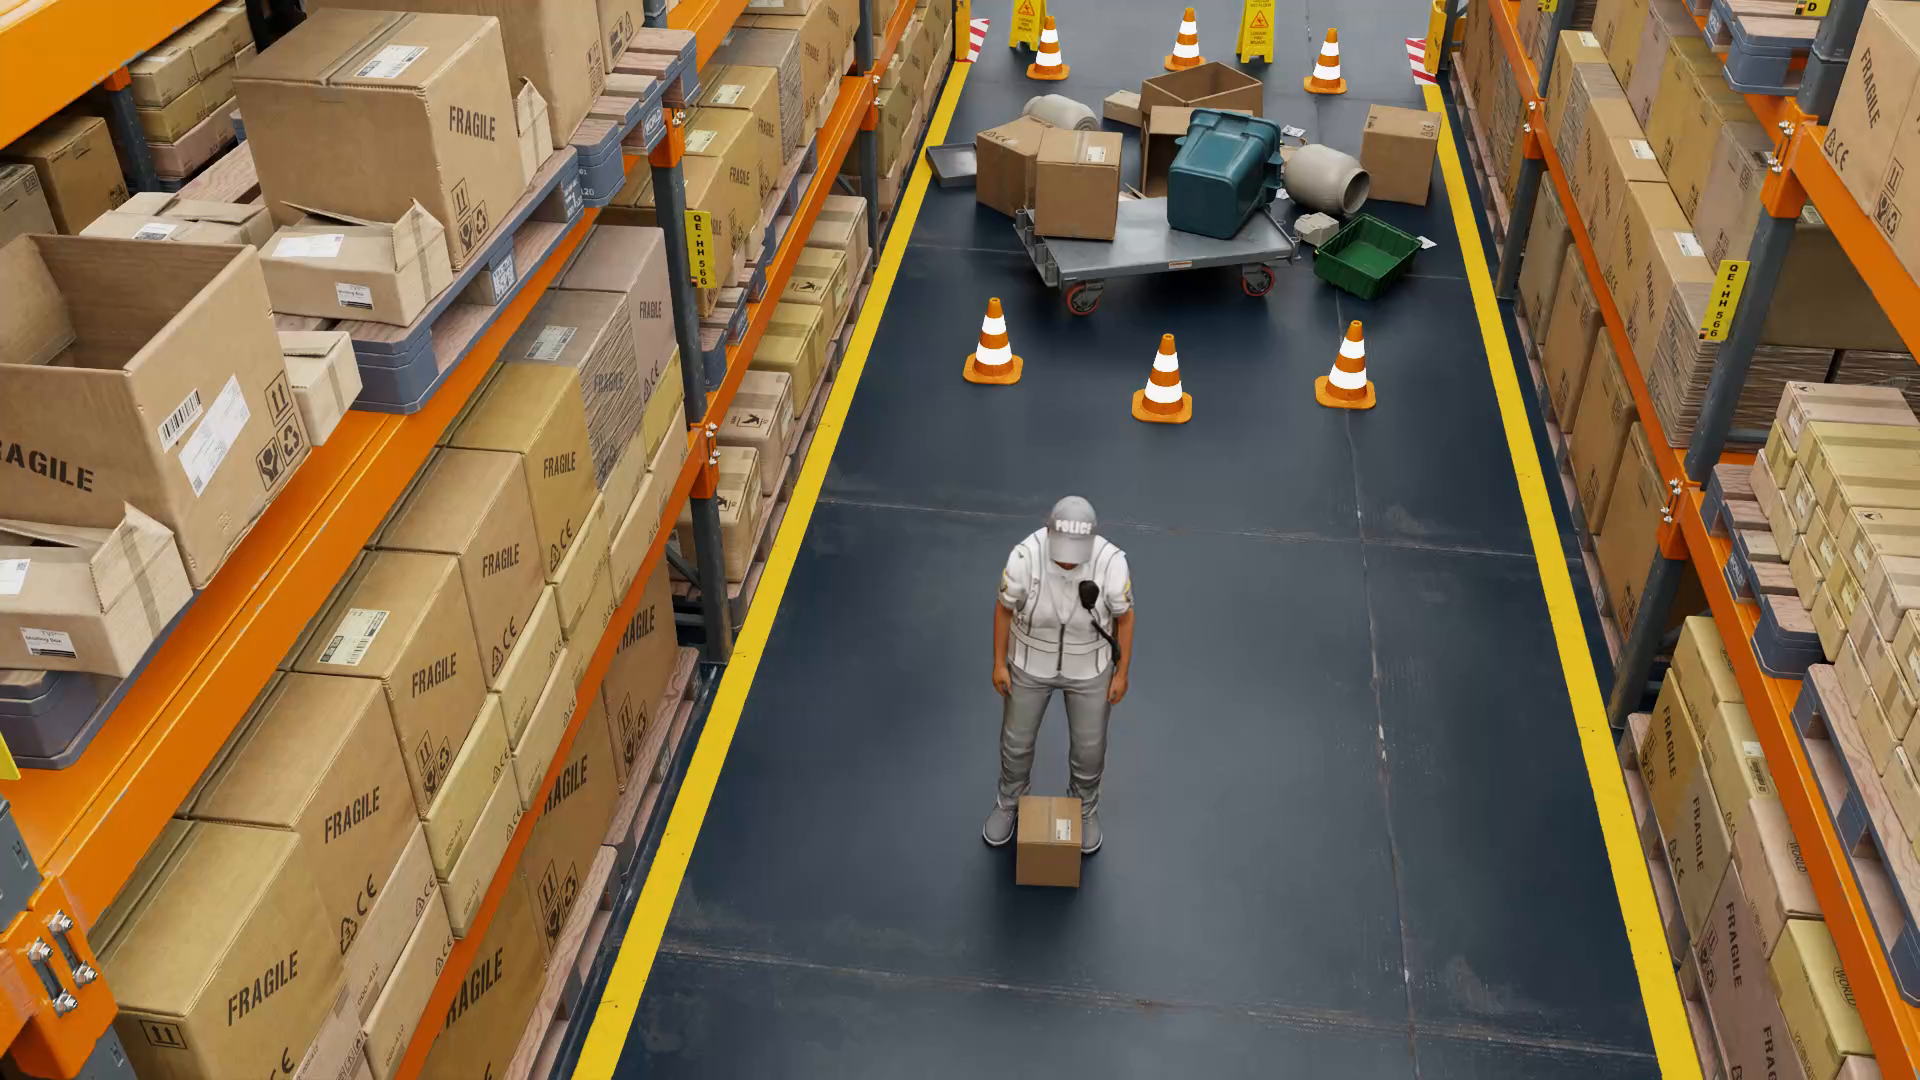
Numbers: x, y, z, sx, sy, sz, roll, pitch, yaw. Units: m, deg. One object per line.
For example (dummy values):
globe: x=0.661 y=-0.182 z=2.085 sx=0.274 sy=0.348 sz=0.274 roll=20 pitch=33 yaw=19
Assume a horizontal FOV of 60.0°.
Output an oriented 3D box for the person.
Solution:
person: x=0.373 y=0.496 z=6.359 sx=0.537 sy=1.666 sz=0.467 roll=5 pitch=37 yaw=6
